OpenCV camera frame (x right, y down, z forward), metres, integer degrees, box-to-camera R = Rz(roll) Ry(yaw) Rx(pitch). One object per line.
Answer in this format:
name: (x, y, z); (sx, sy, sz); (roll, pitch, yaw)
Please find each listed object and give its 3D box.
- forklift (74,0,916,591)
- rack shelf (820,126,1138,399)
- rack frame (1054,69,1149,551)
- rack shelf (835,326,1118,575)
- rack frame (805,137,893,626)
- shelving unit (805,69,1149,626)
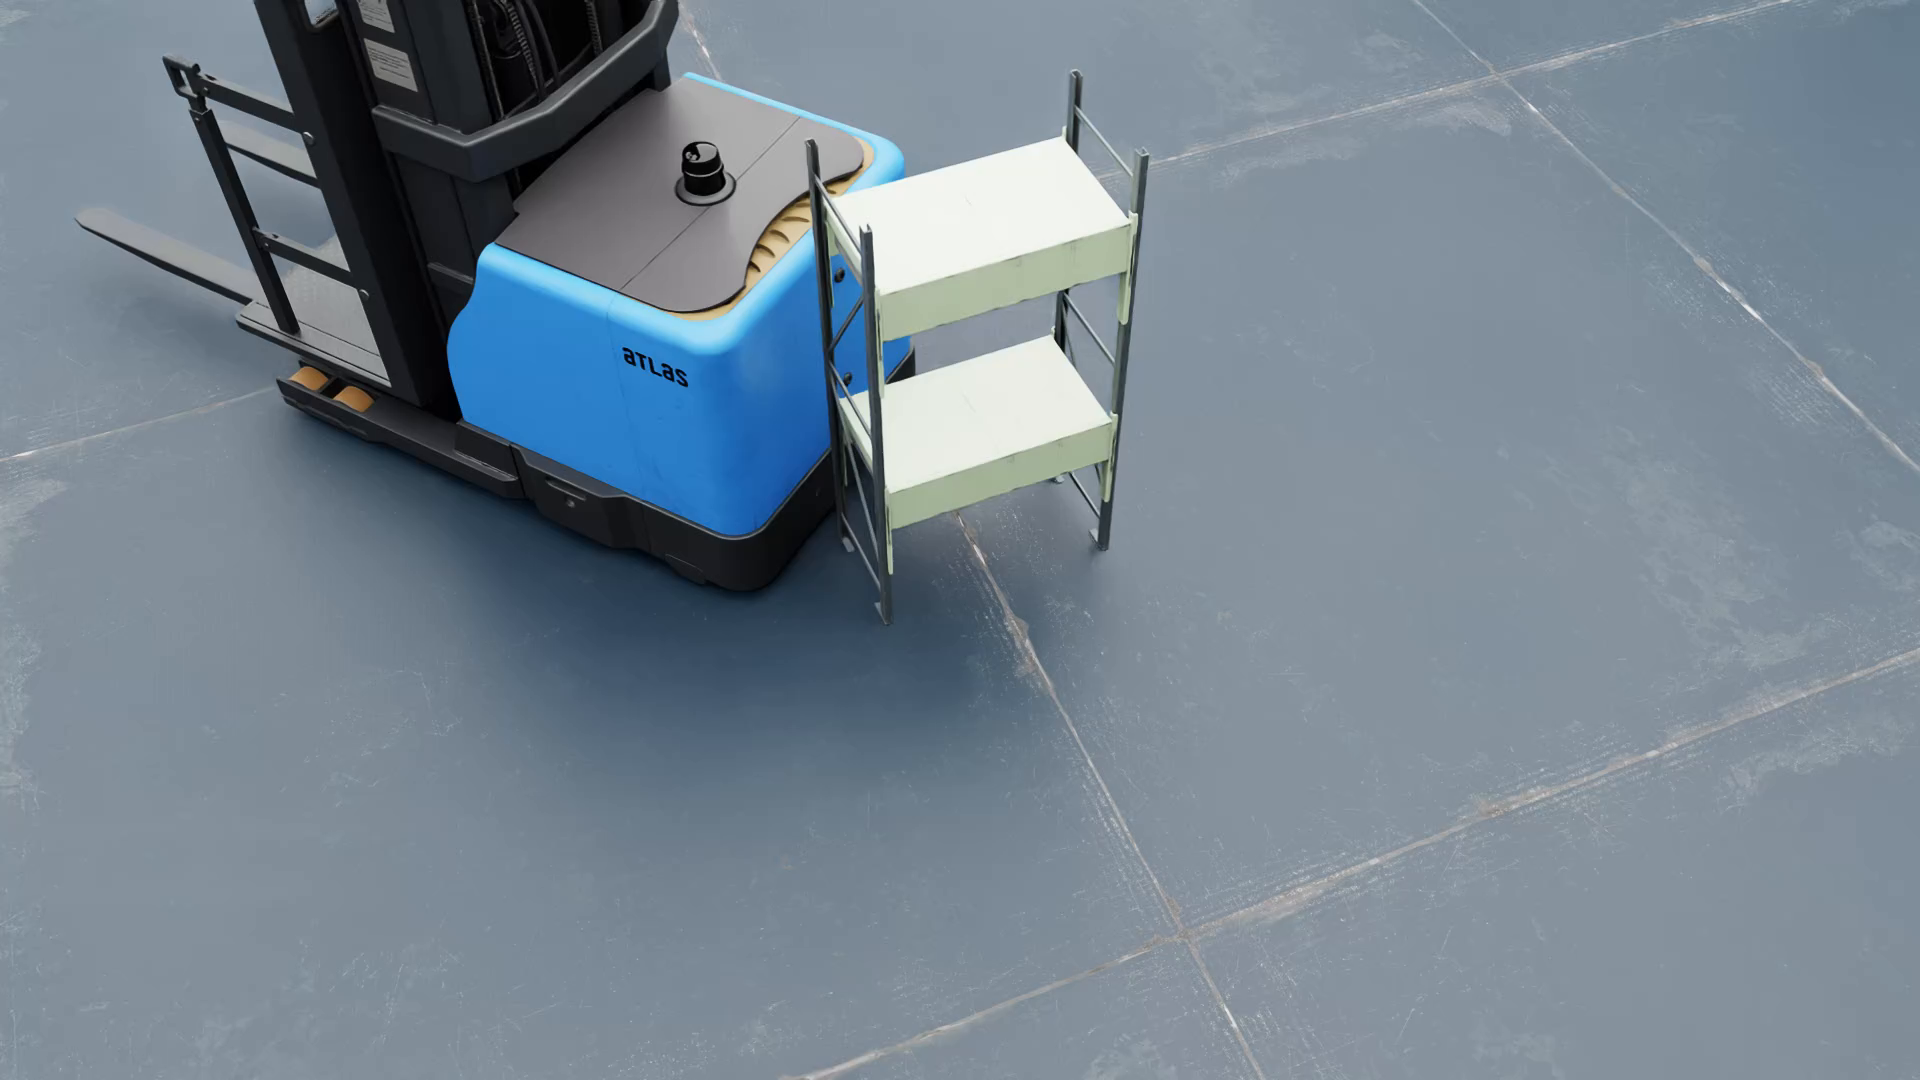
forklift: (-1.686, -1.629, 4.717); (3.031, 2.935, 1.130); (23, 53, 18)
rack shelf: (0.040, -0.737, 4.380); (0.720, 0.370, 0.431); (-18, 52, -15)
rack frame: (0.375, -0.595, 4.772); (0.023, 1.500, 0.400); (-18, 52, -15)
rack shelf: (0.040, -0.270, 4.923); (0.720, 0.370, 0.431); (-18, 52, -15)
rack frame: (-0.295, -0.371, 4.580); (0.023, 1.500, 0.400); (-18, 52, -15)
shelving unit: (0.040, -0.483, 4.676); (0.755, 1.500, 0.431); (-18, 52, -15)
